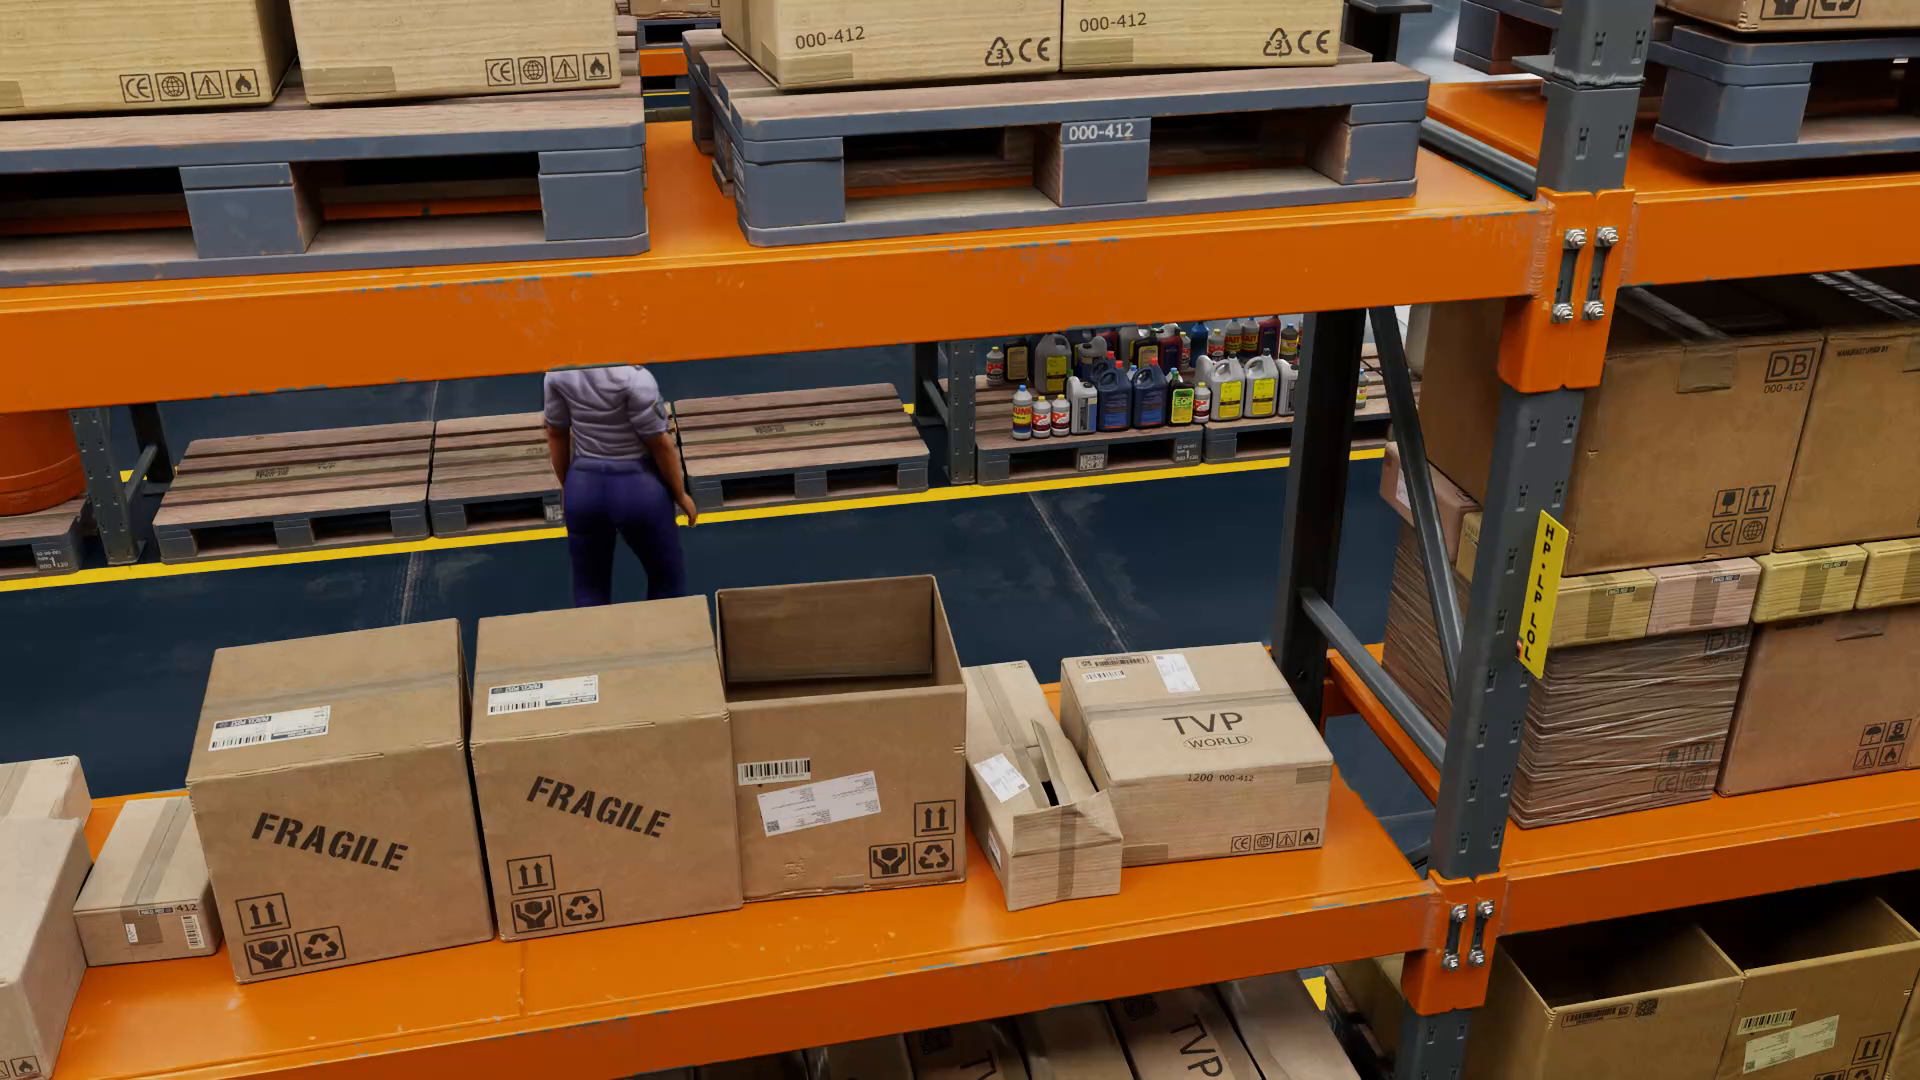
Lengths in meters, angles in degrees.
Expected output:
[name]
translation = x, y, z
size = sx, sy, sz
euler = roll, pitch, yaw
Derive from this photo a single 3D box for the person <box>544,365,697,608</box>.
[person]
translation = -1.301, -0.176, 6.433
size = 0.568, 1.647, 0.534
euler = 5, 27, 10
